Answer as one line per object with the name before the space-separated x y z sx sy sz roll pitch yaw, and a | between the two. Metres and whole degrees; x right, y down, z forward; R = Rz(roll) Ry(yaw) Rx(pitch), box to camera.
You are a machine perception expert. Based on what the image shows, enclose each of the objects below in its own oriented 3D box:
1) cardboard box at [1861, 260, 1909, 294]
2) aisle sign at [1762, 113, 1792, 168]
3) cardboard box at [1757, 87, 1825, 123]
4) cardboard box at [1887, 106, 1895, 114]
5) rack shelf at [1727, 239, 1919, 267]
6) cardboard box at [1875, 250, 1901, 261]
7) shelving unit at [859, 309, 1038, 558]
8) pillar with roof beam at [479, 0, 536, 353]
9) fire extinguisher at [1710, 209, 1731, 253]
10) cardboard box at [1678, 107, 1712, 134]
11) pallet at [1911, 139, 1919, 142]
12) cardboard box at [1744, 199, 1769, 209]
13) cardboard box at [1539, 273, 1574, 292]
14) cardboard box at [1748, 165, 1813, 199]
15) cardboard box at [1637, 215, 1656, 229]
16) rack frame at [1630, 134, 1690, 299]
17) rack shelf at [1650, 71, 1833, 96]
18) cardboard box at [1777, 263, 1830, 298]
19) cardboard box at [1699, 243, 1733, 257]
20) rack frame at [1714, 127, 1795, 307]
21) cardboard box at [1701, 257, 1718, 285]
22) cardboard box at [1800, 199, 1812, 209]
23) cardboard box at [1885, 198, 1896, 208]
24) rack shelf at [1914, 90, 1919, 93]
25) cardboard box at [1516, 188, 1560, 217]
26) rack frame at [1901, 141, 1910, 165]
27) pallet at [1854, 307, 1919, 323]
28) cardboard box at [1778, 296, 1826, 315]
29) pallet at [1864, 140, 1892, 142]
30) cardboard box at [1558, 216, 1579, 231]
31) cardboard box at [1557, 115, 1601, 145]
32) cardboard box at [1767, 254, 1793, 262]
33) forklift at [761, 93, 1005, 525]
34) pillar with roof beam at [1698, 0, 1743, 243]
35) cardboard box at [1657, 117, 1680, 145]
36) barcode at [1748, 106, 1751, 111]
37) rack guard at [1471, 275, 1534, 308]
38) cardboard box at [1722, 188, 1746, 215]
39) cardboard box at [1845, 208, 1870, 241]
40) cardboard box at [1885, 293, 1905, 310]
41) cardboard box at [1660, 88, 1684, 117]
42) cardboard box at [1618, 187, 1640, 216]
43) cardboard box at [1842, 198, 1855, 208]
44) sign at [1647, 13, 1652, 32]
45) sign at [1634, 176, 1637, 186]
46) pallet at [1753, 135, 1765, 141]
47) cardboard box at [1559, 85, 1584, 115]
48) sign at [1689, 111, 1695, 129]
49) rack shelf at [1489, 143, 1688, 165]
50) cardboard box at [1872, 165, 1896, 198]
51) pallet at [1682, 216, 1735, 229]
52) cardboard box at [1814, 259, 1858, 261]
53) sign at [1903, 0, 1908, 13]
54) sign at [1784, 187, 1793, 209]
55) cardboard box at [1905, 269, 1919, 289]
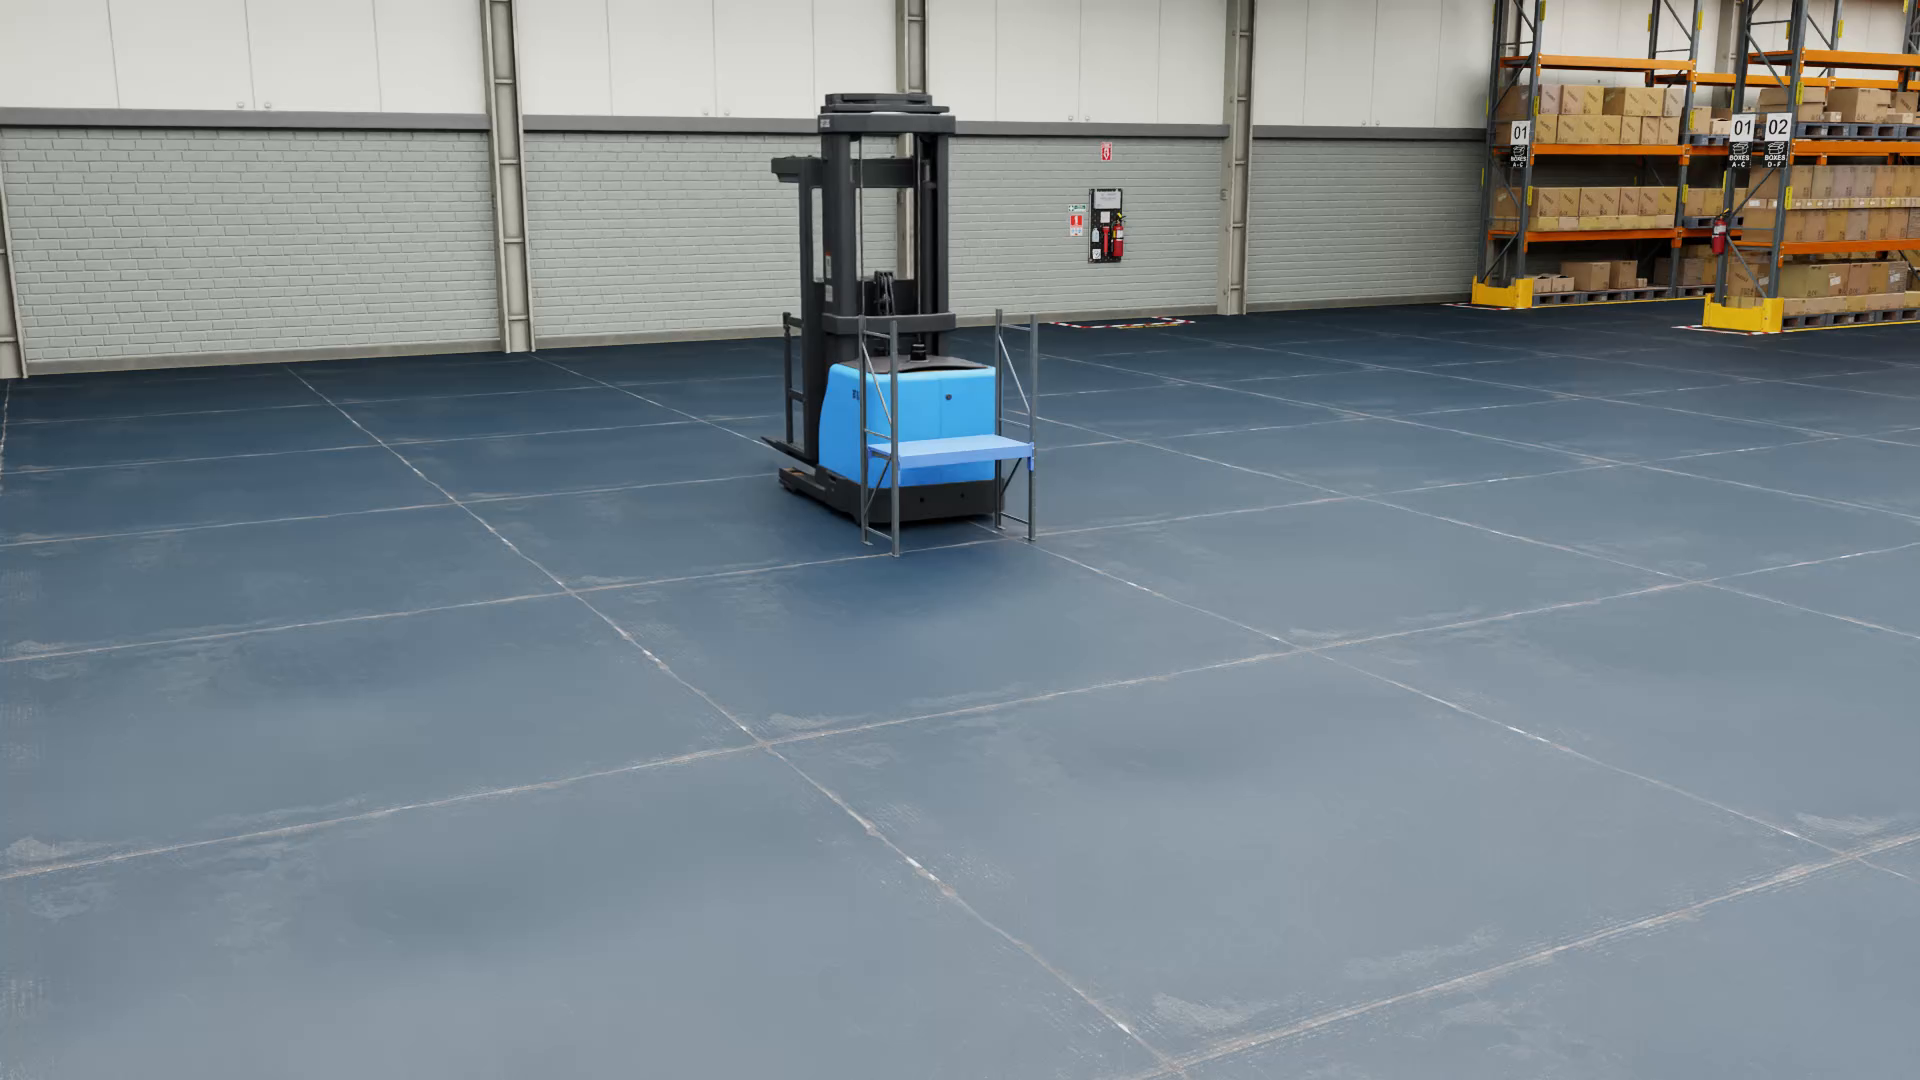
cardboard box | 14.777 -4.221 26.631 0.500 0.500 0.500 -7 14 -28
aisle sign | 12.102 -5.915 24.637 0.004 0.787 0.394 -7 14 -28
cardboard box | 12.520 -6.559 25.079 0.637 0.503 0.797 -6 14 -24
cardboard box | 14.482 -6.767 26.443 0.500 0.311 0.500 -8 15 -31
rack shelf | 13.769 -4.572 26.230 4.000 0.370 1.077 -7 14 -28
cardboard box | 18.882 -5.897 34.422 0.750 0.750 0.750 -6 14 -26
shelving unit | -0.075 -0.723 10.905 1.048 1.500 0.538 -7 14 -28
pillar with roof beam | -3.900 -6.110 17.765 0.400 9.000 9.100 -7 14 -28
fire extinguisher | 11.687 -4.752 25.567 0.183 0.674 0.296 -7 14 -28
cardboard box | 13.666 -7.846 31.126 0.500 0.500 0.500 -5 13 -20
pallet | 16.292 -6.598 27.201 1.217 0.209 0.805 -8 15 -30
cardboard box | 12.257 -5.154 25.475 0.250 0.149 0.380 -7 15 -29
cardboard box | 10.787 -4.685 30.216 0.500 0.311 0.500 -6 14 -23
cardboard box | 12.476 -5.446 25.294 0.500 0.500 0.700 -7 14 -28
cardboard box | 12.436 -5.865 30.633 0.500 0.250 0.500 -7 14 -28
rack frame | 13.147 -6.087 31.326 0.127 3.000 1.000 -7 14 -28
rack shelf | 14.903 -8.678 31.725 4.000 0.370 1.077 -7 14 -28
cardboard box | 13.029 -4.008 25.685 0.500 0.500 0.500 -7 14 -28
cardboard box | 14.625 -5.631 32.283 0.500 0.250 0.500 -7 15 -29
rack frame | 12.013 -4.712 25.216 0.127 3.000 1.000 -7 14 -28
cardboard box | 14.215 -5.227 32.195 0.500 0.500 0.700 -7 15 -29
cardboard box | 12.691 -5.106 25.258 0.250 0.149 0.380 -7 15 -29
cardboard box | 14.494 -5.322 26.219 0.250 0.149 0.380 -7 14 -28
rack shelf | 21.925 -9.520 35.465 4.000 0.370 1.077 -7 14 -28
cardboard box | 10.200 -5.961 29.354 0.500 0.500 0.500 -7 14 -28
rack frame | 20.169 -6.929 35.065 0.127 3.000 1.000 -7 14 -28
pallet | 14.806 -3.697 27.056 1.213 0.211 1.003 -7 14 -28
cardboard box | 13.028 -3.643 25.769 0.500 0.250 0.500 -7 14 -28
pallet | 18.178 -8.076 33.759 1.213 0.211 1.003 -6 14 -25
cardboard box | 10.666 -5.651 29.681 0.500 0.250 0.500 -7 15 -30
cardboard box | 10.992 -7.280 29.522 0.500 0.500 0.500 -6 14 -25
cardboard box | 16.051 -5.417 33.041 0.500 0.500 0.700 -7 14 -27
forklift | -0.747 -1.815 12.498 1.130 2.935 3.031 -6 14 -24
pillar with roof beam | 17.166 -8.635 28.984 0.400 9.000 9.100 -7 14 -28
cardboard box | 12.820 -7.508 30.534 0.500 0.500 0.500 -6 14 -26
barcode | 12.047 -6.583 25.377 0.075 0.075 0.001 -7 14 -28
rack guard | 9.703 -4.455 29.766 0.348 0.500 1.175 -7 14 -28
cardboard box | 14.667 -6.530 32.065 0.500 0.500 0.700 -5 14 -20
cardboard box | 13.787 -4.971 26.138 0.500 0.500 0.700 -6 14 -26
cardboard box | 14.778 -3.855 26.712 0.500 0.250 0.500 -7 14 -28
cardboard box | 12.838 -7.992 30.407 0.500 0.500 0.500 -8 15 -33
cardboard box | 11.998 -6.176 30.308 0.500 0.500 0.500 -7 15 -29
cardboard box | 13.590 -5.213 25.736 0.250 0.149 0.380 -7 14 -29
sign | 12.876 -9.653 31.020 0.005 0.325 0.100 -7 14 -28
sign | 12.878 -6.759 31.672 0.005 0.325 0.100 -7 14 -28
pallet | 14.649 -7.613 31.702 1.003 0.211 1.213 -7 14 -28
cardboard box | 10.555 -7.713 29.167 0.500 0.500 0.500 -7 14 -29
sign | 13.414 -7.699 30.479 0.005 0.325 0.100 -7 14 -28
rack shelf | 11.392 -6.989 30.141 4.000 0.370 1.077 -7 14 -28
cardboard box | 14.255 -5.661 26.249 0.500 0.500 0.700 -7 14 -28
pallet | 13.888 -6.046 31.580 1.213 0.211 1.003 -7 14 -28
cardboard box | 14.090 -4.269 26.843 0.500 0.500 0.500 -7 14 -28
sign | 15.254 -8.657 26.775 0.005 0.325 0.100 -7 14 -28
sign | 12.274 -5.066 24.634 0.005 0.325 0.100 -7 14 -28
cardboard box | 15.742 -4.368 27.715 0.500 0.311 0.500 -7 14 -28
